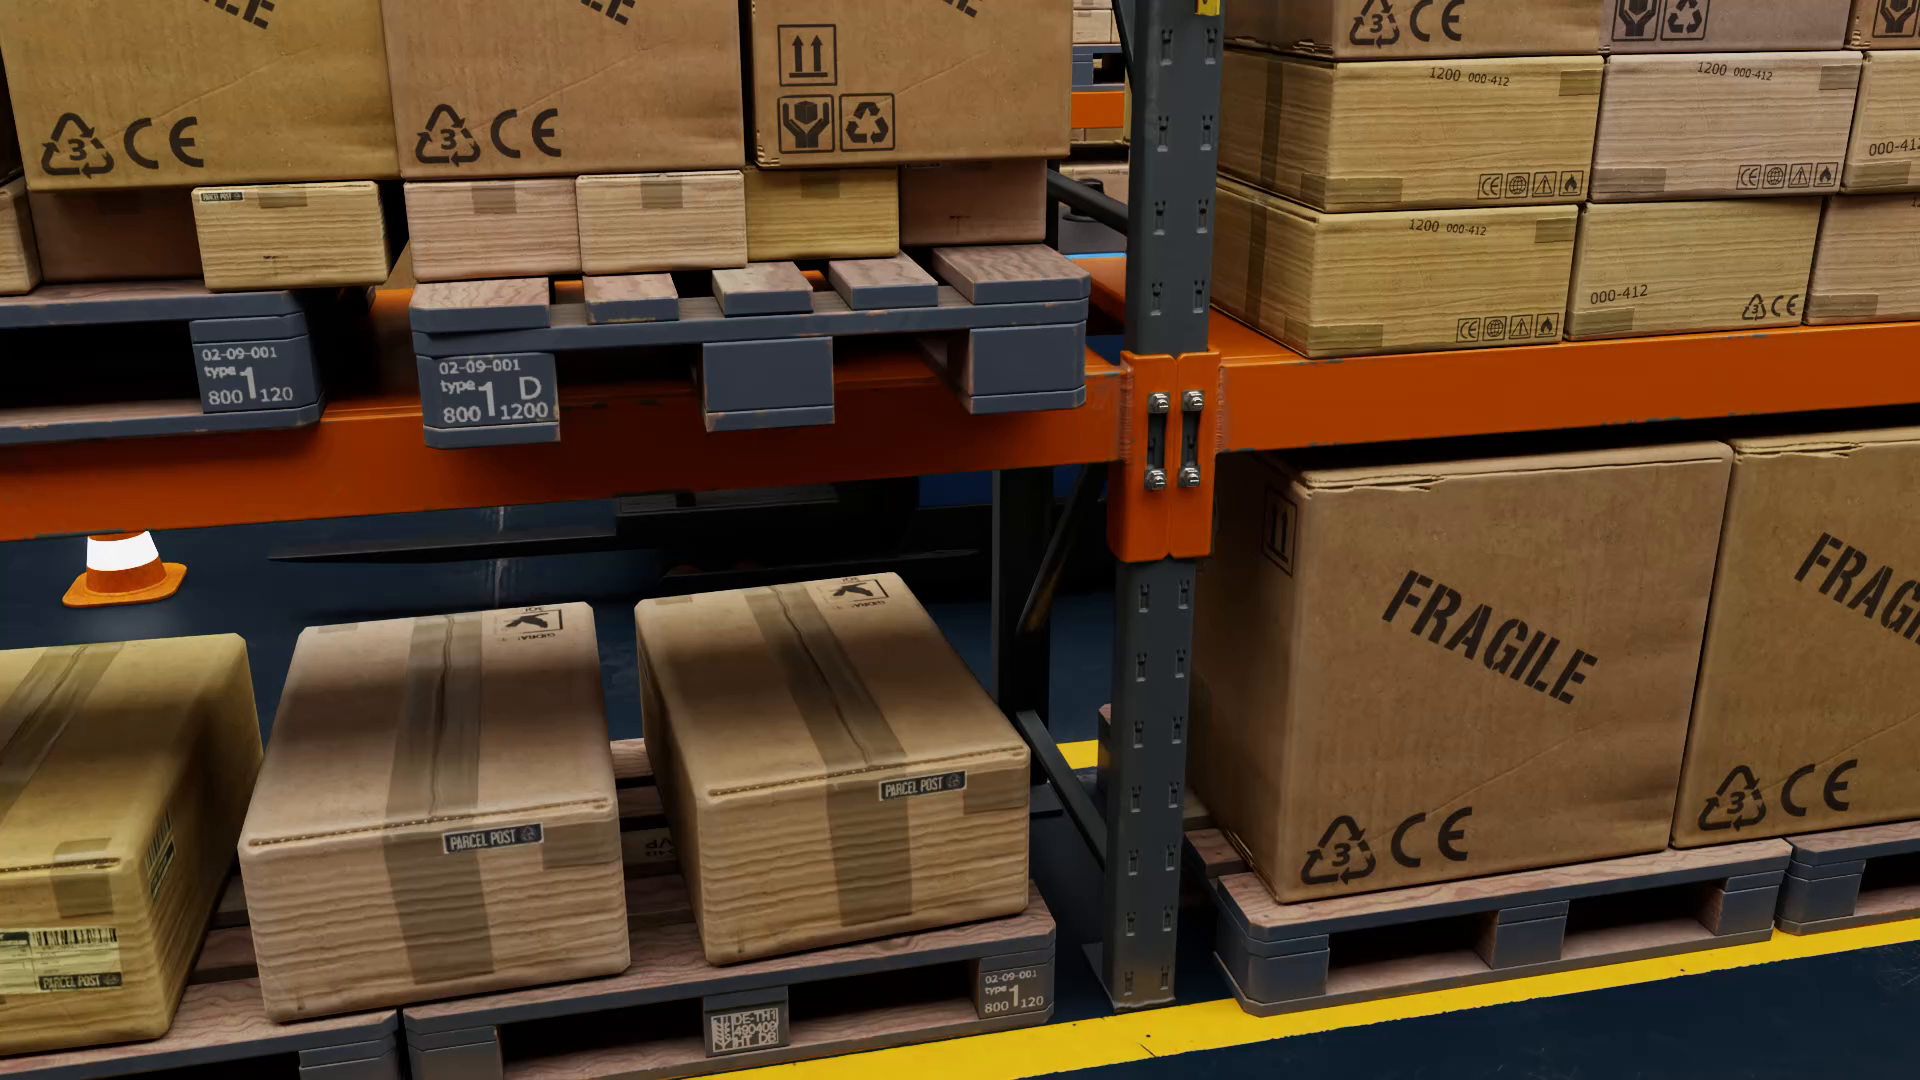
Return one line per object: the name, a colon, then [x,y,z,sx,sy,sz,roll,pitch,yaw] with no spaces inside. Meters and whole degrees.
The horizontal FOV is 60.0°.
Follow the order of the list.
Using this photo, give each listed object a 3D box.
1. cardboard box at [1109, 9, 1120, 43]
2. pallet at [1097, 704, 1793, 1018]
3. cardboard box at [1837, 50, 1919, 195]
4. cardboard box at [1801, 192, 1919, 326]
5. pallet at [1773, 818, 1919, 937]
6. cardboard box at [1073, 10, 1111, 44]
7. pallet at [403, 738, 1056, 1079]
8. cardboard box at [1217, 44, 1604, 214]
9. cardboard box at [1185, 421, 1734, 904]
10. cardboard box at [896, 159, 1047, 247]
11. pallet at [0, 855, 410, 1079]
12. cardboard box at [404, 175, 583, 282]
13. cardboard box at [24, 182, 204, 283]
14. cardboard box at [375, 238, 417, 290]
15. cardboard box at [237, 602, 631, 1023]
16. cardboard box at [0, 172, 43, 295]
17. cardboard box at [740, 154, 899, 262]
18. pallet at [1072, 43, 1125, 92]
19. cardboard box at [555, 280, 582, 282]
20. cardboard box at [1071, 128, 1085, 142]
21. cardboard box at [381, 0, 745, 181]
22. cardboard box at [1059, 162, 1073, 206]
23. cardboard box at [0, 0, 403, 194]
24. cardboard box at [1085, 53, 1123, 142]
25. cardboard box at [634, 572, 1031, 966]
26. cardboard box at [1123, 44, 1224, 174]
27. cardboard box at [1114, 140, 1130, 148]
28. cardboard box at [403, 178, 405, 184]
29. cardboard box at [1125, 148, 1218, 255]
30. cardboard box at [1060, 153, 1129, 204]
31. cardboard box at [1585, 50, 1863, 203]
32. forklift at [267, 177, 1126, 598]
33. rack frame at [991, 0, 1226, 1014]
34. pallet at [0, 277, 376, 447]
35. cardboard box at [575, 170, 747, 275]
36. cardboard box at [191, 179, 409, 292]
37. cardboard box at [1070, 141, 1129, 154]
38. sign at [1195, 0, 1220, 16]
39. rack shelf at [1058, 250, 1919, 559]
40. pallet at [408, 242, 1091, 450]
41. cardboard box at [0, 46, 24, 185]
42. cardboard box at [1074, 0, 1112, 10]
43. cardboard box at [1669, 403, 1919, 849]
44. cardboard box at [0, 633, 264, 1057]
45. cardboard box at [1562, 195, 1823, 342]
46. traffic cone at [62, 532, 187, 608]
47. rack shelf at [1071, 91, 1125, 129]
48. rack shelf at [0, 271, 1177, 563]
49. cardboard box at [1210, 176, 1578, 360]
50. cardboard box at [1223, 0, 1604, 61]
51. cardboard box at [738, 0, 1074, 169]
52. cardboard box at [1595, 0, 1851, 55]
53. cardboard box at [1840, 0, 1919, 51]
cardboard box: [0.784,-2.450,7.896,0.250,0.149,0.380,-4,21,-12]
pallet: [1.035,0.624,3.804,1.213,0.211,1.003,-5,21,-12]
cardboard box: [1.791,-0.846,3.254,0.500,0.250,0.500,-5,21,-13]
cardboard box: [1.792,-0.618,3.360,0.500,0.250,0.500,-4,20,-11]
pallet: [2.220,0.529,4.065,1.213,0.211,1.003,-5,21,-12]
cardboard box: [0.539,-2.431,7.844,0.250,0.149,0.380,-4,20,-11]
pallet: [-0.511,0.722,3.535,1.213,0.211,1.003,-5,21,-12]
cardboard box: [0.800,-0.770,3.047,0.500,0.250,0.500,-5,21,-13]
cardboard box: [0.941,0.125,3.590,0.875,0.875,0.875,-5,21,-13]
cardboard box: [-0.015,-0.623,2.908,0.250,0.149,0.380,-4,20,-10]
pallet: [-1.696,0.818,3.275,1.213,0.211,1.003,-5,21,-12]
cardboard box: [-0.741,-0.525,2.642,0.250,0.149,0.380,-6,21,-15]
cardboard box: [-1.279,-0.521,2.630,0.250,0.149,0.380,-4,21,-12]
cardboard box: [-2.451,-1.350,7.798,0.750,0.750,1.050,-4,21,-12]
cardboard box: [-1.018,0.491,3.323,0.625,0.372,0.950,-5,21,-14]
cardboard box: [-1.504,-0.474,2.501,0.250,0.149,0.380,-5,21,-14]
cardboard box: [-0.259,-0.577,2.784,0.250,0.149,0.380,-4,21,-12]
pallet: [0.930,-2.377,8.223,1.213,0.211,1.003,-5,21,-12]
cardboard box: [-1.601,-1.420,7.990,0.750,0.750,1.050,-5,21,-13]
cardboard box: [0.375,-3.353,13.086,0.875,0.875,1.225,-5,21,-14]
cardboard box: [-0.629,-0.858,2.609,0.500,0.500,0.500,-5,21,-13]
cardboard box: [0.233,-1.686,7.991,0.500,0.250,0.500,-5,21,-13]
cardboard box: [-1.120,-0.818,2.499,0.500,0.500,0.500,-6,21,-16]
cardboard box: [1.244,-3.424,13.280,0.875,0.875,1.225,-5,21,-12]
cardboard box: [-0.302,0.430,3.490,0.625,0.372,0.950,-6,21,-16]
cardboard box: [0.663,-0.936,3.500,0.500,0.250,0.500,-5,21,-13]
cardboard box: [1.111,-1.937,8.676,0.500,0.250,0.500,-4,20,-10]
cardboard box: [-0.941,-0.732,3.206,0.250,0.149,0.380,-5,21,-12]
cardboard box: [0.683,-0.705,3.596,0.500,0.250,0.500,-5,21,-14]
cardboard box: [0.718,-1.721,8.086,0.500,0.250,0.500,-4,21,-12]
cardboard box: [1.303,-0.811,3.158,0.500,0.250,0.500,-4,21,-11]
forklift: [-0.673,-1.327,5.176,3.031,2.935,1.130,-4,21,-11]
rack frame: [0.250,-0.648,3.223,0.127,3.000,1.000,-5,21,-12]
pallet: [-1.667,-0.388,2.791,1.213,0.211,1.003,-5,21,-12]
cardboard box: [-0.494,-0.542,2.689,0.250,0.149,0.380,-5,21,-13]
cardboard box: [-1.005,-0.499,2.570,0.250,0.149,0.380,-4,21,-12]
cardboard box: [0.605,-1.893,8.555,0.500,0.250,0.500,-4,21,-11]
sign: [0.384,-0.974,2.544,0.005,0.325,0.100,-5,21,-12]
rack shelf: [2.196,-0.469,3.779,4.000,0.370,1.077,-5,21,-12]
pallet: [-0.419,-0.466,3.005,1.003,0.211,1.213,-5,21,-12]
cardboard box: [-1.651,-0.775,2.381,0.500,0.500,0.500,-6,21,-15]
cardboard box: [0.540,-2.571,7.794,0.250,0.149,0.380,-5,21,-12]
cardboard box: [1.810,0.056,3.779,0.875,0.875,0.875,-4,21,-12]
cardboard box: [-1.758,0.549,3.165,0.625,0.372,0.950,-4,20,-11]
cardboard box: [1.280,-0.579,3.252,0.500,0.250,0.500,-5,21,-14]
traffic cone: [-2.706,-0.065,5.319,0.334,0.463,0.336,-5,21,-12]
rack shelf: [0.959,-2.118,8.281,4.000,0.370,1.077,-5,21,-12]
rack shelf: [-1.696,-0.152,2.915,4.000,0.370,1.077,-5,21,-12]
cardboard box: [0.784,-0.532,3.125,0.500,0.250,0.500,-5,21,-13]
cardboard box: [0.786,-1.122,2.917,0.500,0.500,0.500,-5,21,-14]
cardboard box: [-0.128,-0.903,2.730,0.500,0.500,0.500,-5,21,-14]
cardboard box: [1.267,-1.164,3.033,0.500,0.500,0.500,-5,21,-12]
cardboard box: [1.774,-1.200,3.131,0.500,0.500,0.500,-4,21,-11]
